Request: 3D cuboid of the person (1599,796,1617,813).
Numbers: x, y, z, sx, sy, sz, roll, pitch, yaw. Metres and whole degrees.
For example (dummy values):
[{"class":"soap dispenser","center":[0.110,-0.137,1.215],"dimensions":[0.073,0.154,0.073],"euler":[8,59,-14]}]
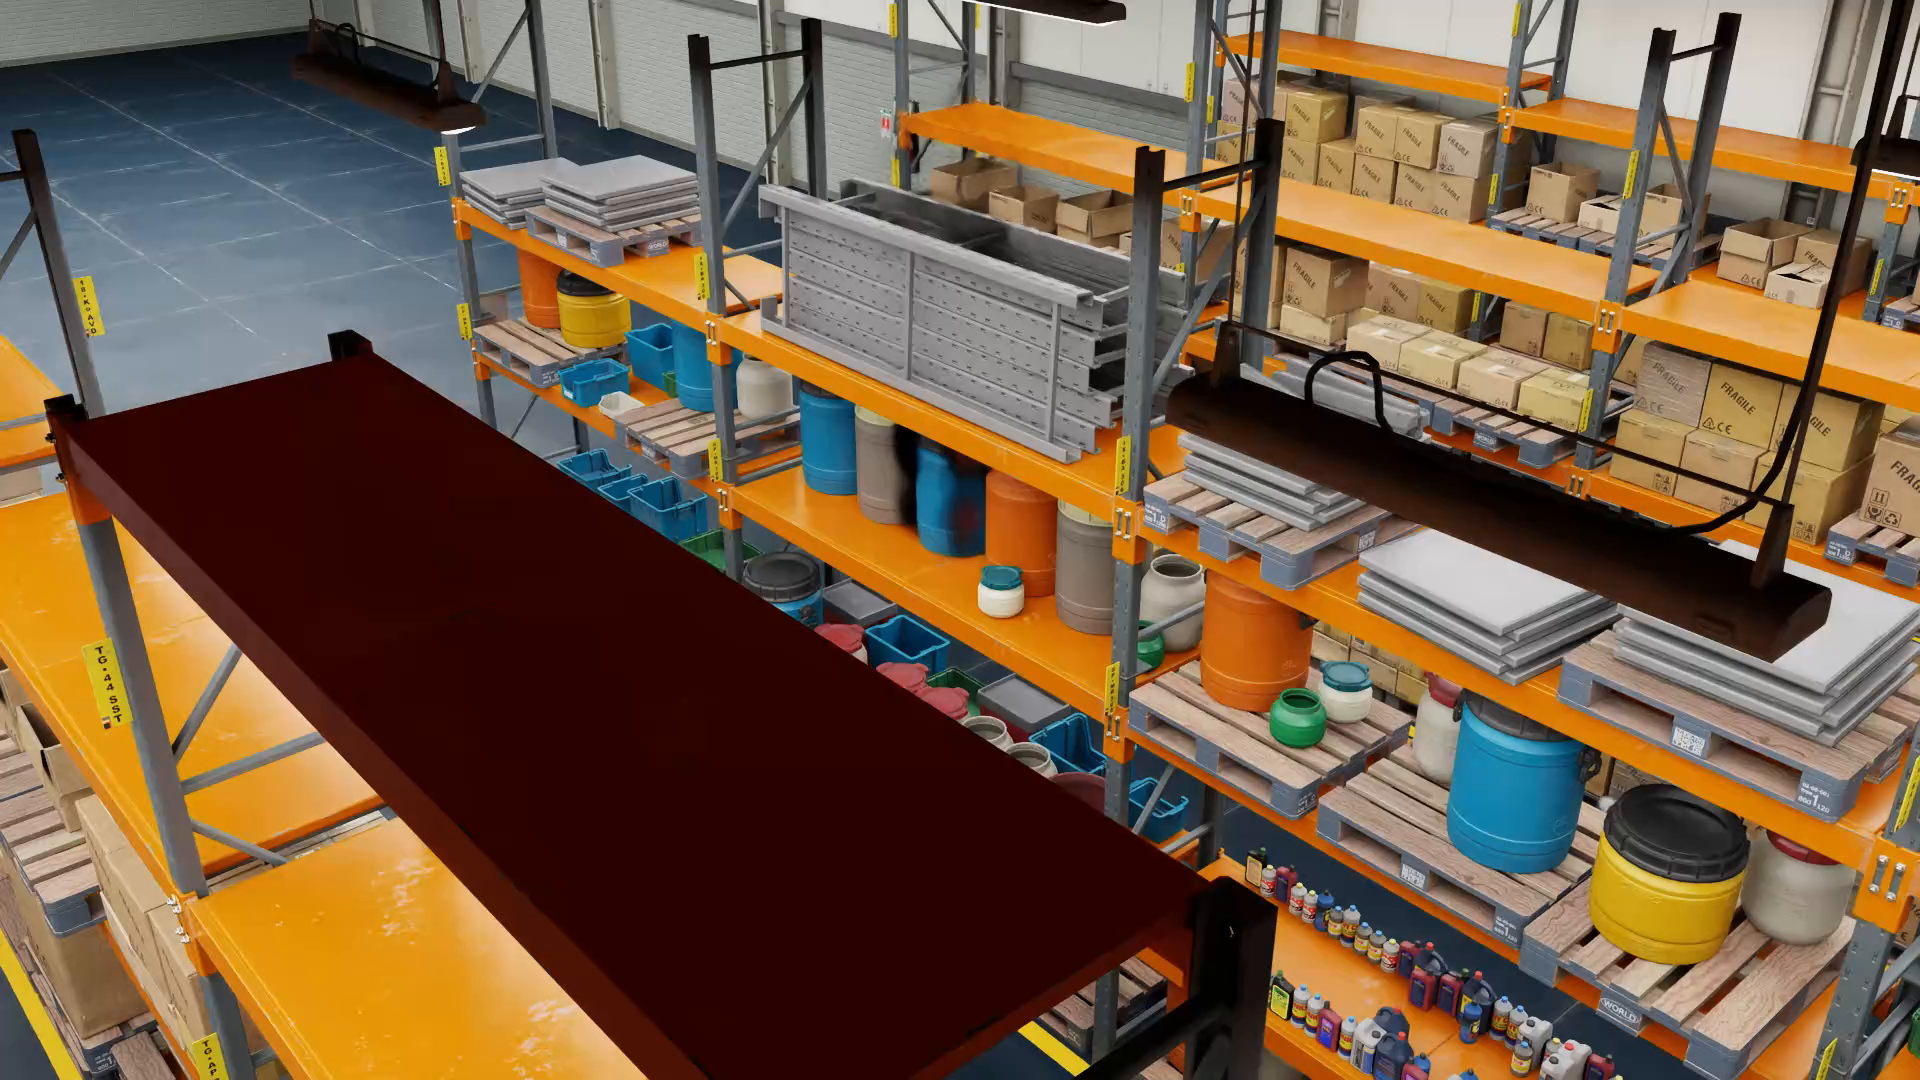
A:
[{"class":"person","center":[4.299,2.388,11.100],"dimensions":[0.551,1.614,0.607],"euler":[18,32,31]}]
